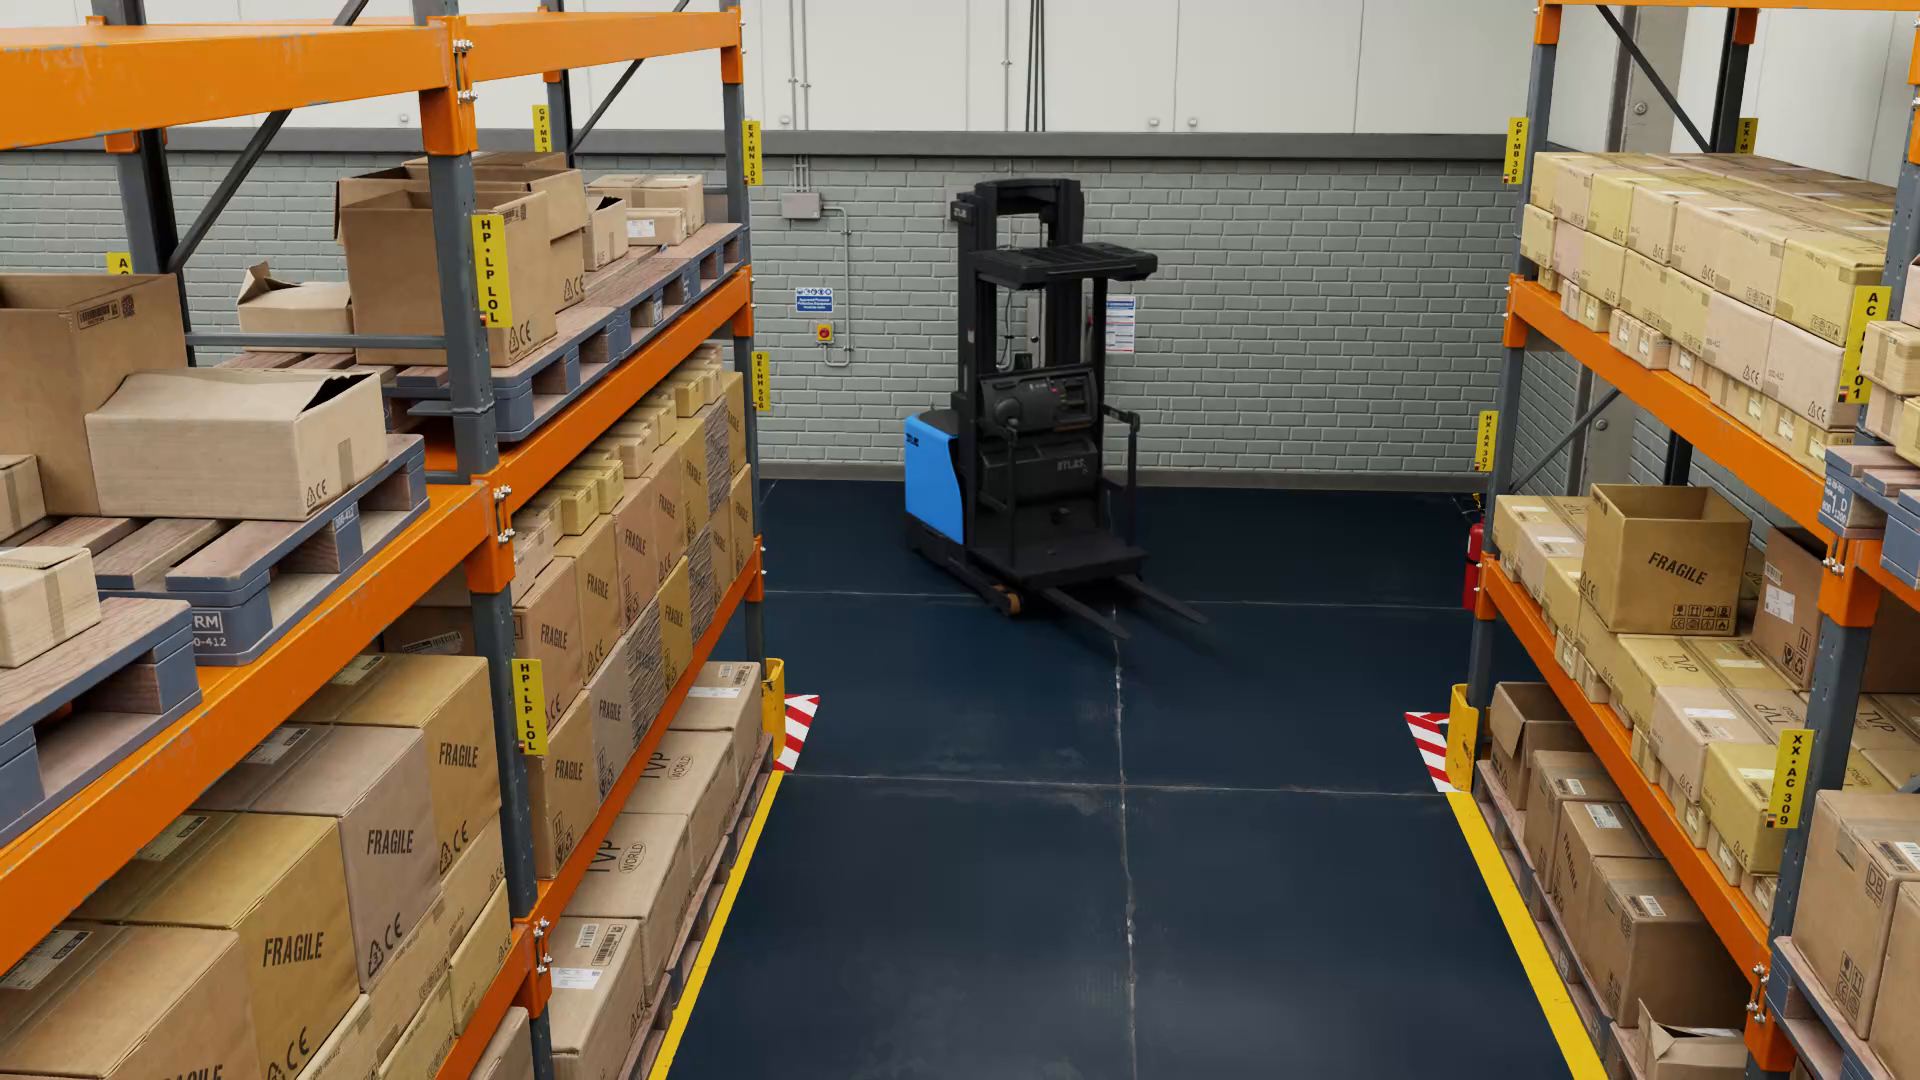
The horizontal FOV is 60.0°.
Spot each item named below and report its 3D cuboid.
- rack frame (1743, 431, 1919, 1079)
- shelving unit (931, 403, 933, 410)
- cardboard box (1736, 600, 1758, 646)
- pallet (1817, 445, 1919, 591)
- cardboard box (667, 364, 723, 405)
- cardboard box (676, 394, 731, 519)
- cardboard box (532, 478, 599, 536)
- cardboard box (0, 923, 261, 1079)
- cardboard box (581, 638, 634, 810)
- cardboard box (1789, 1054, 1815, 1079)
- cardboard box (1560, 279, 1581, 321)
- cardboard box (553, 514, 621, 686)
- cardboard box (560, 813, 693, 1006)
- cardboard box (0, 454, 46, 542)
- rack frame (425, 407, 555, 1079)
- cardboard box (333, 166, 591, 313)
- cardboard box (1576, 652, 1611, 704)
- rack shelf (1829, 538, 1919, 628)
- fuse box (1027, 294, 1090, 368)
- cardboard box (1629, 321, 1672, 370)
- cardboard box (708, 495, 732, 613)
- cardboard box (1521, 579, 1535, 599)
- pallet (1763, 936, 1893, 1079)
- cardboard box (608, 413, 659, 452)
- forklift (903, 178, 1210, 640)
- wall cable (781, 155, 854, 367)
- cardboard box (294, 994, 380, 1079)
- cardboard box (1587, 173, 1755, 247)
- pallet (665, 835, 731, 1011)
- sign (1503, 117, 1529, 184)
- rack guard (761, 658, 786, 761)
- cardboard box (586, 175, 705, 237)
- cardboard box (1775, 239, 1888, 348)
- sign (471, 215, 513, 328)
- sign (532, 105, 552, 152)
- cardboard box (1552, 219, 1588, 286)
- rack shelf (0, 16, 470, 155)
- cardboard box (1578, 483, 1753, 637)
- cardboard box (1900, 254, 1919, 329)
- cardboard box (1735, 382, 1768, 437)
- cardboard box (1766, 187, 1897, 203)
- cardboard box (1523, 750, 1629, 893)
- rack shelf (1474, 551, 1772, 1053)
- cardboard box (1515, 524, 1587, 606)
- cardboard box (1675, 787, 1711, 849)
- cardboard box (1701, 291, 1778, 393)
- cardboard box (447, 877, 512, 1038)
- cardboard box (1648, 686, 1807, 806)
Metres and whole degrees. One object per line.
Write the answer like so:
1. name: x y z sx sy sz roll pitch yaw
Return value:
1. rack frame: 3.047 1.142 5.119 1.000 3.000 0.127 1 18 4
2. shelving unit: -0.111 -0.573 13.487 0.215 1.050 0.252 -4 19 -11
3. cardboard box: 3.449 0.455 6.980 0.500 0.250 0.500 1 18 4
4. pallet: 2.930 0.007 4.068 1.213 0.211 1.003 1 18 4
5. cardboard box: -1.372 -0.763 8.126 0.380 0.149 0.250 1 18 3
6. cardboard box: -1.423 -0.414 8.103 0.500 0.500 0.500 1 18 4
7. cardboard box: -1.565 -0.126 6.184 0.380 0.149 0.250 1 18 4
8. cardboard box: -1.794 1.133 3.380 0.500 0.500 0.500 2 18 5
9. cardboard box: -1.569 0.689 6.342 0.500 0.500 0.500 1 18 4
10. cardboard box: 3.330 2.021 6.083 0.500 0.311 0.500 2 18 6
11. cardboard box: 2.930 -1.076 7.475 0.380 0.149 0.250 2 18 5
12. cardboard box: -1.586 0.211 6.196 0.500 0.500 0.500 1 18 3
13. cardboard box: -1.689 1.580 7.224 0.875 0.438 0.875 1 18 2
14. cardboard box: -2.344 -0.096 3.782 0.380 0.166 0.250 0 18 0
15. rack frame: -1.904 1.033 5.454 1.000 3.000 0.127 1 18 4
16. cardboard box: -1.840 -1.108 6.170 0.797 0.503 0.637 3 18 8
17. cardboard box: 2.896 0.597 7.188 0.380 0.149 0.250 2 18 5
18. rack shelf: 2.903 0.680 2.868 1.077 0.370 4.000 1 18 4
19. fuse box: 0.848 -1.257 14.511 0.539 1.711 0.414 1 18 4
20. cardboard box: 2.859 -0.761 6.513 0.380 0.149 0.250 2 18 5
21. cardboard box: -1.439 0.054 8.280 0.500 0.500 0.500 1 18 3
22. cardboard box: 3.064 0.195 8.413 0.380 0.149 0.250 2 18 5
23. pallet: 2.881 1.479 4.399 1.003 0.211 1.213 1 18 4
24. cardboard box: -1.518 -0.446 7.158 0.380 0.149 0.250 2 18 6
25. forklift: 0.673 -1.009 11.794 1.130 2.935 3.031 -9 20 -26
26. wall cable: -1.237 -2.459 14.428 0.585 1.953 0.123 1 18 4
27. cardboard box: -1.753 1.325 3.999 0.500 0.250 0.500 2 18 5
28. cardboard box: 2.974 -1.387 6.981 0.500 0.250 0.500 1 18 3
29. pallet: -1.687 1.744 7.763 1.003 0.211 1.213 1 18 4
30. sign: 2.792 -1.953 8.344 0.100 0.325 0.005 1 18 4
31. rack guard: -1.616 0.971 9.657 1.175 0.500 0.348 1 18 4
32. cardboard box: -1.560 -1.669 8.288 0.500 0.250 0.500 0 18 -1
33. cardboard box: 2.843 -0.753 5.046 0.500 0.250 0.500 1 18 4
34. sign: -1.362 -0.779 4.830 0.100 0.325 0.005 1 18 4
35. sign: -2.171 -2.102 8.673 0.100 0.325 0.005 1 18 4
36. cardboard box: 3.013 -1.305 7.535 0.500 0.250 0.500 2 18 5
37. rack shelf: -2.048 -0.665 2.798 1.077 0.370 4.000 1 18 4
38. cardboard box: 2.925 0.074 6.937 0.500 0.500 0.500 2 18 5
39. cardboard box: 2.677 -0.663 4.238 0.396 0.266 0.258 1 18 3
40. cardboard box: 2.827 -0.441 5.538 0.380 0.149 0.250 2 18 6
41. cardboard box: 3.453 -1.212 6.448 0.500 0.250 0.500 1 18 4
42. cardboard box: 3.095 1.341 7.854 0.700 0.500 0.500 2 18 6
43. rack shelf: 3.190 0.863 7.127 1.077 0.370 4.000 1 18 4
44. cardboard box: 2.996 0.122 7.998 0.500 0.250 0.500 1 18 5
45. cardboard box: 2.809 0.995 5.974 0.380 0.149 0.250 2 18 5
46. cardboard box: 2.858 -0.670 5.597 0.500 0.250 0.500 1 18 2
47. cardboard box: -1.685 1.249 5.035 0.500 0.250 0.500 1 18 3
48. cardboard box: 2.861 0.753 6.071 0.500 0.250 0.500 1 18 4
